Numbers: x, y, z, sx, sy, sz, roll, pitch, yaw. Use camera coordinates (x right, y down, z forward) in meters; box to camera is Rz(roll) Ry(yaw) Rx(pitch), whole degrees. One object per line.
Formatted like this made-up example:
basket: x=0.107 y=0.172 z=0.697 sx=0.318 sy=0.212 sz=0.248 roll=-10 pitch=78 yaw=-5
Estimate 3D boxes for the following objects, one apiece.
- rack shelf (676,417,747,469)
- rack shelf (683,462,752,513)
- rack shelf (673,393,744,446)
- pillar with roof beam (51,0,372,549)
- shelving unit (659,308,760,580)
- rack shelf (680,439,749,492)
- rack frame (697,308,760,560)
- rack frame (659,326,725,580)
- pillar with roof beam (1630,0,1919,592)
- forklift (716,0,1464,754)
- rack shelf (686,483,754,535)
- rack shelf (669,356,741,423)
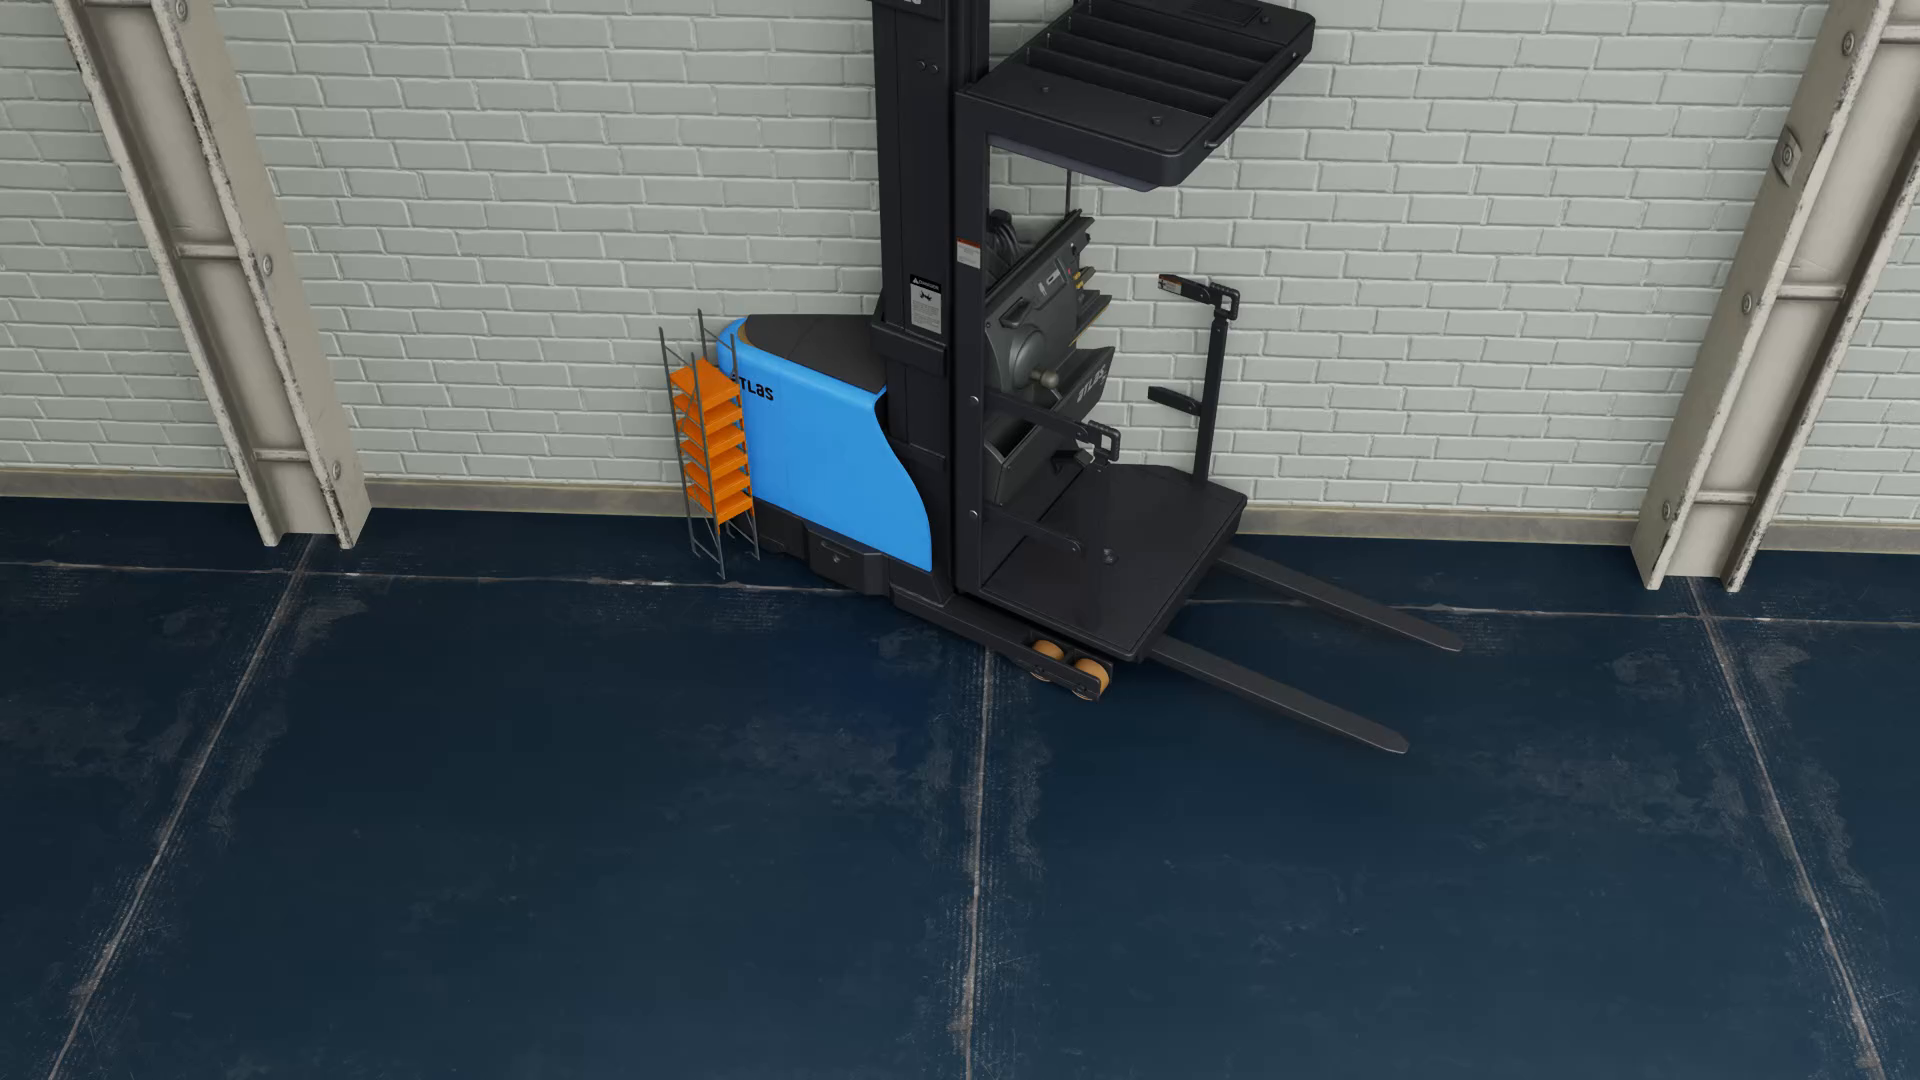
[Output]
rack shelf: x=-1.023 y=-0.426 z=6.802 sx=0.180 sy=0.103 sz=0.258 roll=-31 pitch=51 yaw=-29
rack shelf: x=-1.023 y=-0.251 z=6.966 sx=0.180 sy=0.103 sz=0.258 roll=-31 pitch=51 yaw=-29
rack shelf: x=-1.023 y=-0.514 z=6.720 sx=0.180 sy=0.103 sz=0.258 roll=-31 pitch=51 yaw=-29
pillar with roof beam: x=-3.050 y=-0.435 z=1.200 sx=0.400 sy=9.000 sz=9.100 roll=2 pitch=43 yaw=2
shelving unit: x=-1.023 y=-0.371 z=6.854 sx=0.189 sy=1.200 sz=0.258 roll=-31 pitch=51 yaw=-29
rack shelf: x=-1.023 y=-0.339 z=6.884 sx=0.180 sy=0.103 sz=0.258 roll=-31 pitch=51 yaw=-29
rack frame: x=-0.954 y=-0.412 z=6.898 sx=0.006 sy=1.200 sz=0.240 roll=-31 pitch=51 yaw=-29
rack frame: x=-1.091 y=-0.330 z=6.809 sx=0.006 sy=1.200 sz=0.240 roll=-31 pitch=51 yaw=-29
pillar with roof beam: x=2.944 y=-0.250 z=1.002 sx=0.400 sy=9.000 sz=9.100 roll=2 pitch=43 yaw=2
forklift: x=0.531 y=-0.850 z=6.098 sx=3.031 sy=2.935 sz=1.130 roll=23 pitch=48 yaw=22
rack shelf: x=-1.023 y=-0.163 z=7.047 sx=0.180 sy=0.103 sz=0.258 roll=-31 pitch=51 yaw=-29
rack shelf: x=-1.023 y=-0.602 z=6.638 sx=0.180 sy=0.103 sz=0.258 roll=-31 pitch=51 yaw=-29
